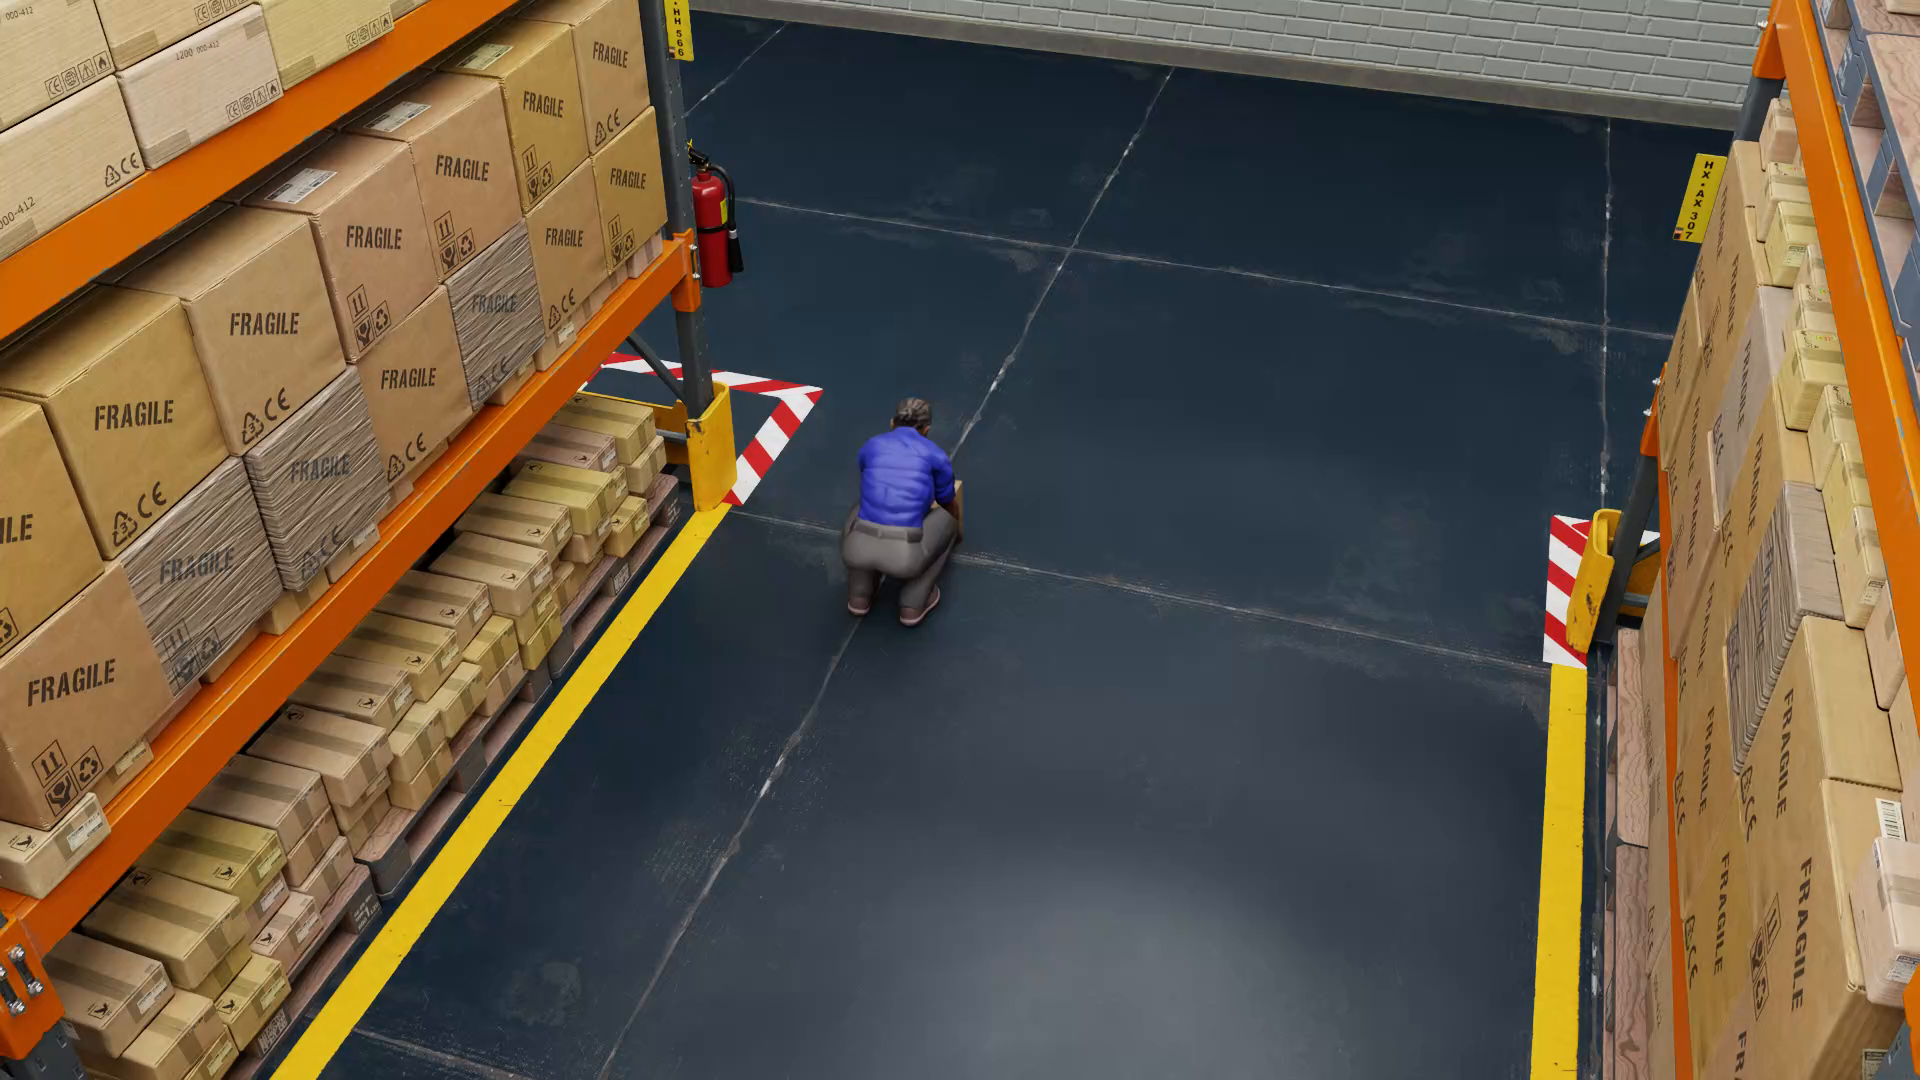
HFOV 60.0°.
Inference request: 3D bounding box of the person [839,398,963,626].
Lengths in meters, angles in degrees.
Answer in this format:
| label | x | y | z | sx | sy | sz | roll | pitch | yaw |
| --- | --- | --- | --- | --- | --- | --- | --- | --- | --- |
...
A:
| label | x | y | z | sx | sy | sz | roll | pitch | yaw |
| --- | --- | --- | --- | --- | --- | --- | --- | --- | --- |
| person | -0.250 | -0.093 | 7.093 | 0.470 | 0.806 | 0.841 | 10 | 38 | 13 |
